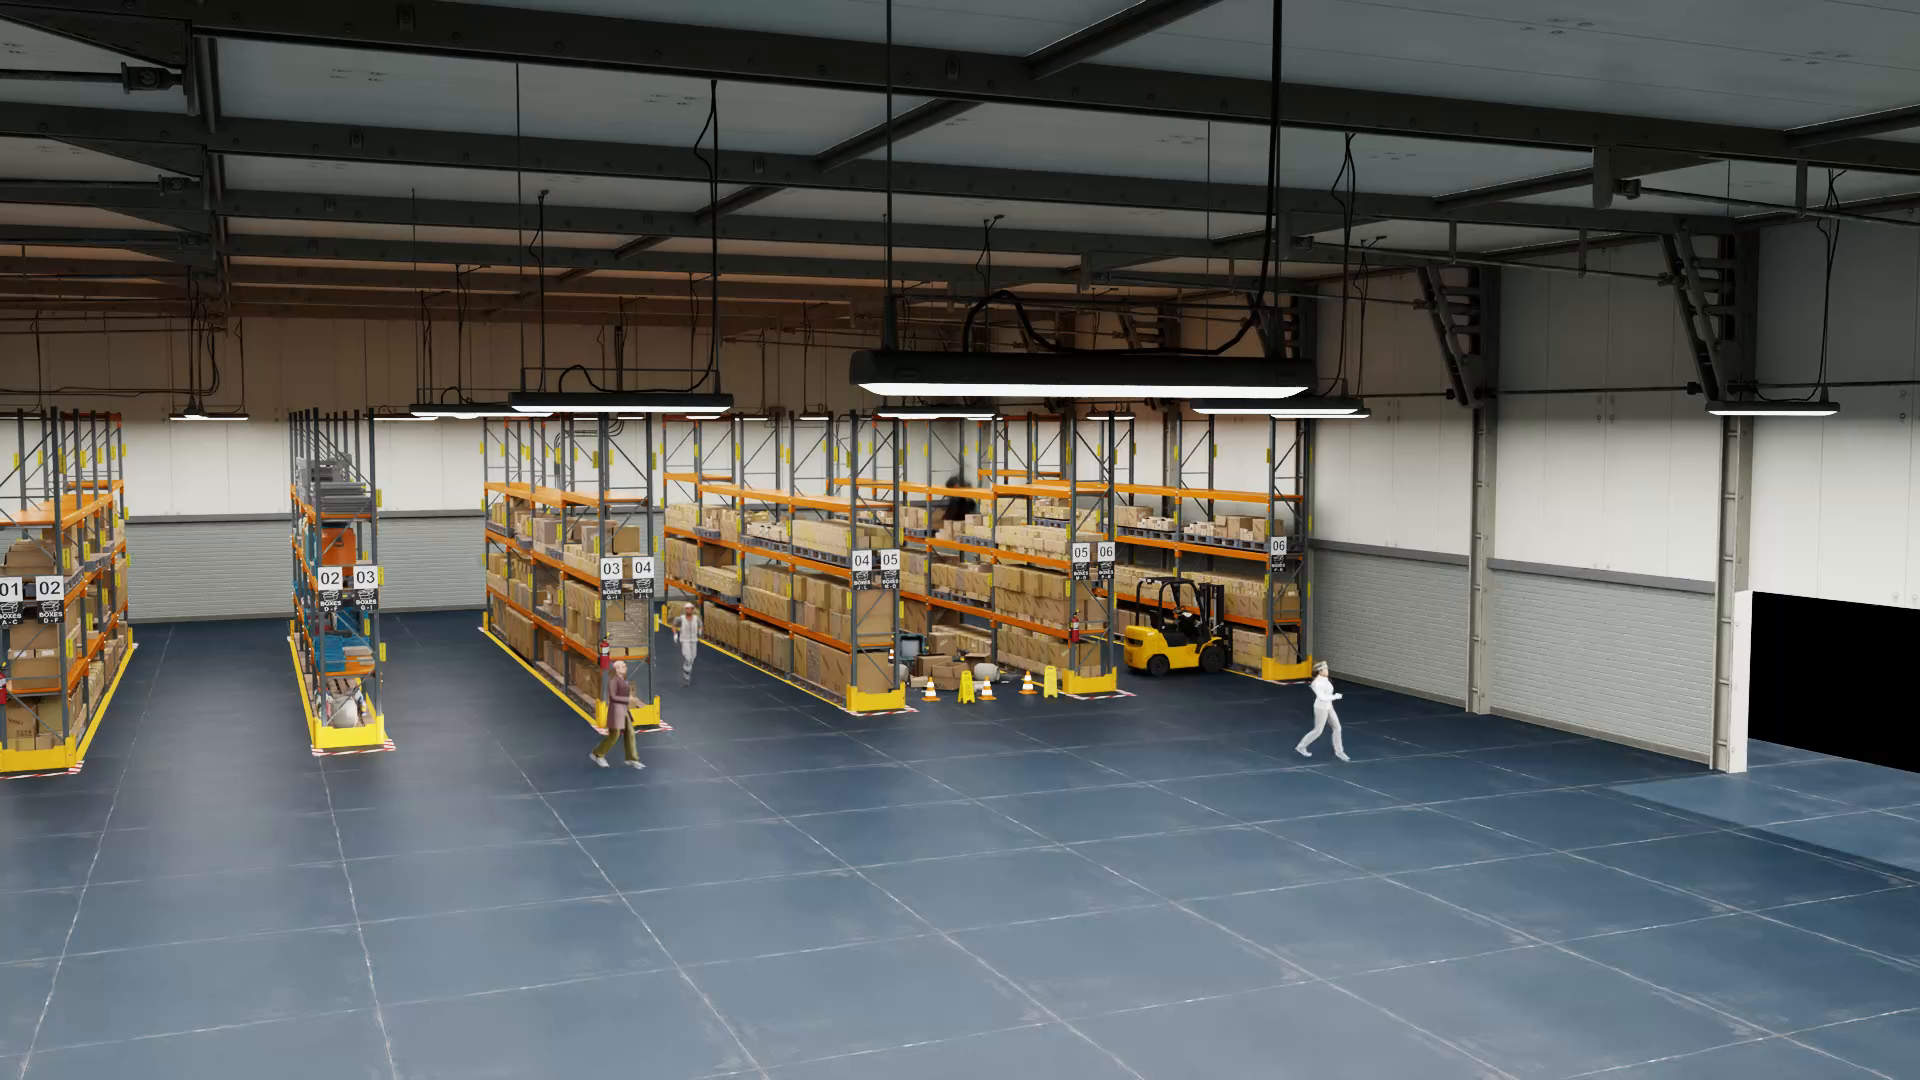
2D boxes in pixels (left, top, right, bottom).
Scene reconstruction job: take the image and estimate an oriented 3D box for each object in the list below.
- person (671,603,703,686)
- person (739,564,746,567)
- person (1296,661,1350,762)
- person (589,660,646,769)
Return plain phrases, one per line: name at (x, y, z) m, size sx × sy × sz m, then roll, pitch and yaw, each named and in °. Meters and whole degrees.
person at (-5.935, 2.288, 36.494) m, size 0.637 × 1.832 × 0.760 m, roll -2°, pitch 5°, yaw -31°
person at (-6.346, 1.474, 48.425) m, size 0.706 × 1.744 × 0.632 m, roll -2°, pitch 5°, yaw -29°
person at (6.199, 2.902, 28.307) m, size 0.896 × 1.714 × 0.622 m, roll 2°, pitch 4°, yaw 27°
person at (-5.677, 2.901, 27.545) m, size 0.922 × 1.829 × 0.737 m, roll 1°, pitch 4°, yaw 7°
